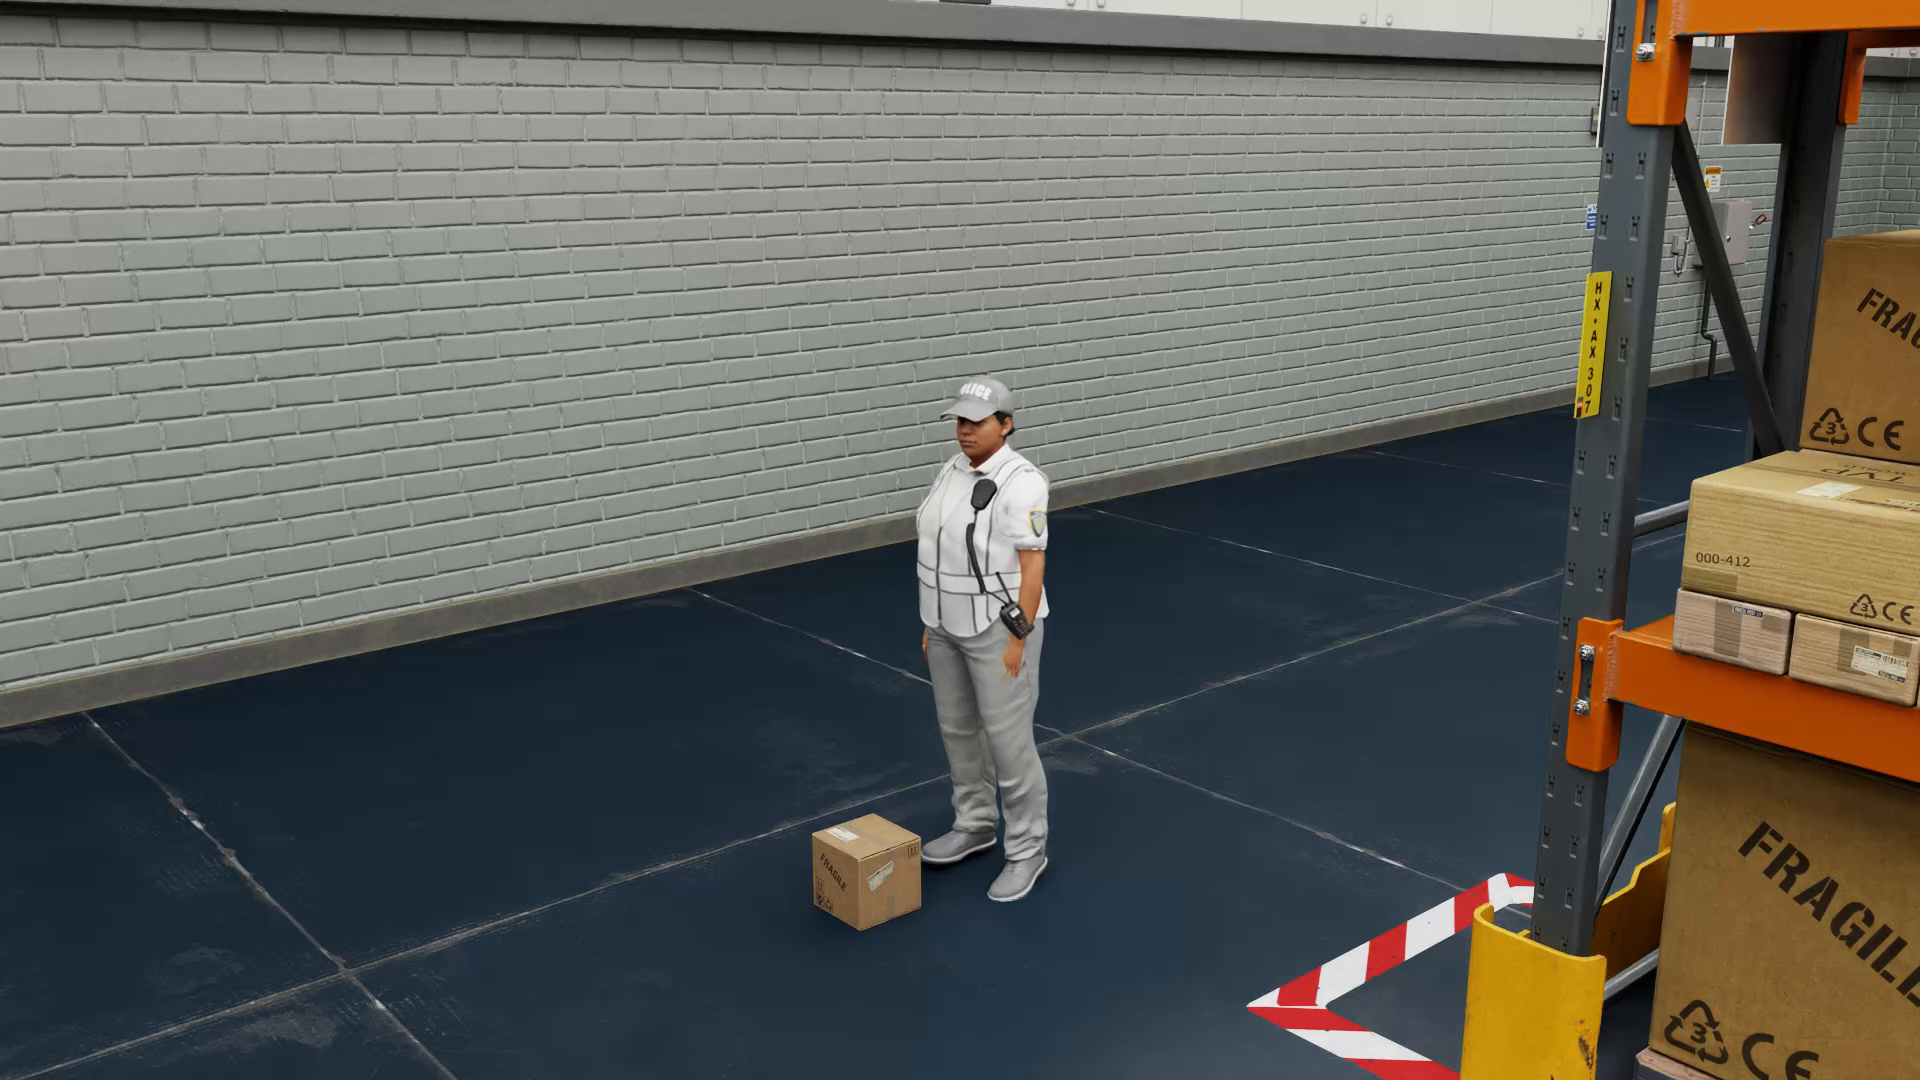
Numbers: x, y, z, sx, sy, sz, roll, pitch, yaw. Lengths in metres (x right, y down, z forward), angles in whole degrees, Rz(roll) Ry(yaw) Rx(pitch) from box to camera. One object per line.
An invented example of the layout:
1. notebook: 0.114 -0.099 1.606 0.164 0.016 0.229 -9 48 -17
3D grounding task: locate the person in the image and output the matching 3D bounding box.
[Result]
1. person: 0.072 0.309 5.456 0.359 1.684 0.524 -12 18 -38
